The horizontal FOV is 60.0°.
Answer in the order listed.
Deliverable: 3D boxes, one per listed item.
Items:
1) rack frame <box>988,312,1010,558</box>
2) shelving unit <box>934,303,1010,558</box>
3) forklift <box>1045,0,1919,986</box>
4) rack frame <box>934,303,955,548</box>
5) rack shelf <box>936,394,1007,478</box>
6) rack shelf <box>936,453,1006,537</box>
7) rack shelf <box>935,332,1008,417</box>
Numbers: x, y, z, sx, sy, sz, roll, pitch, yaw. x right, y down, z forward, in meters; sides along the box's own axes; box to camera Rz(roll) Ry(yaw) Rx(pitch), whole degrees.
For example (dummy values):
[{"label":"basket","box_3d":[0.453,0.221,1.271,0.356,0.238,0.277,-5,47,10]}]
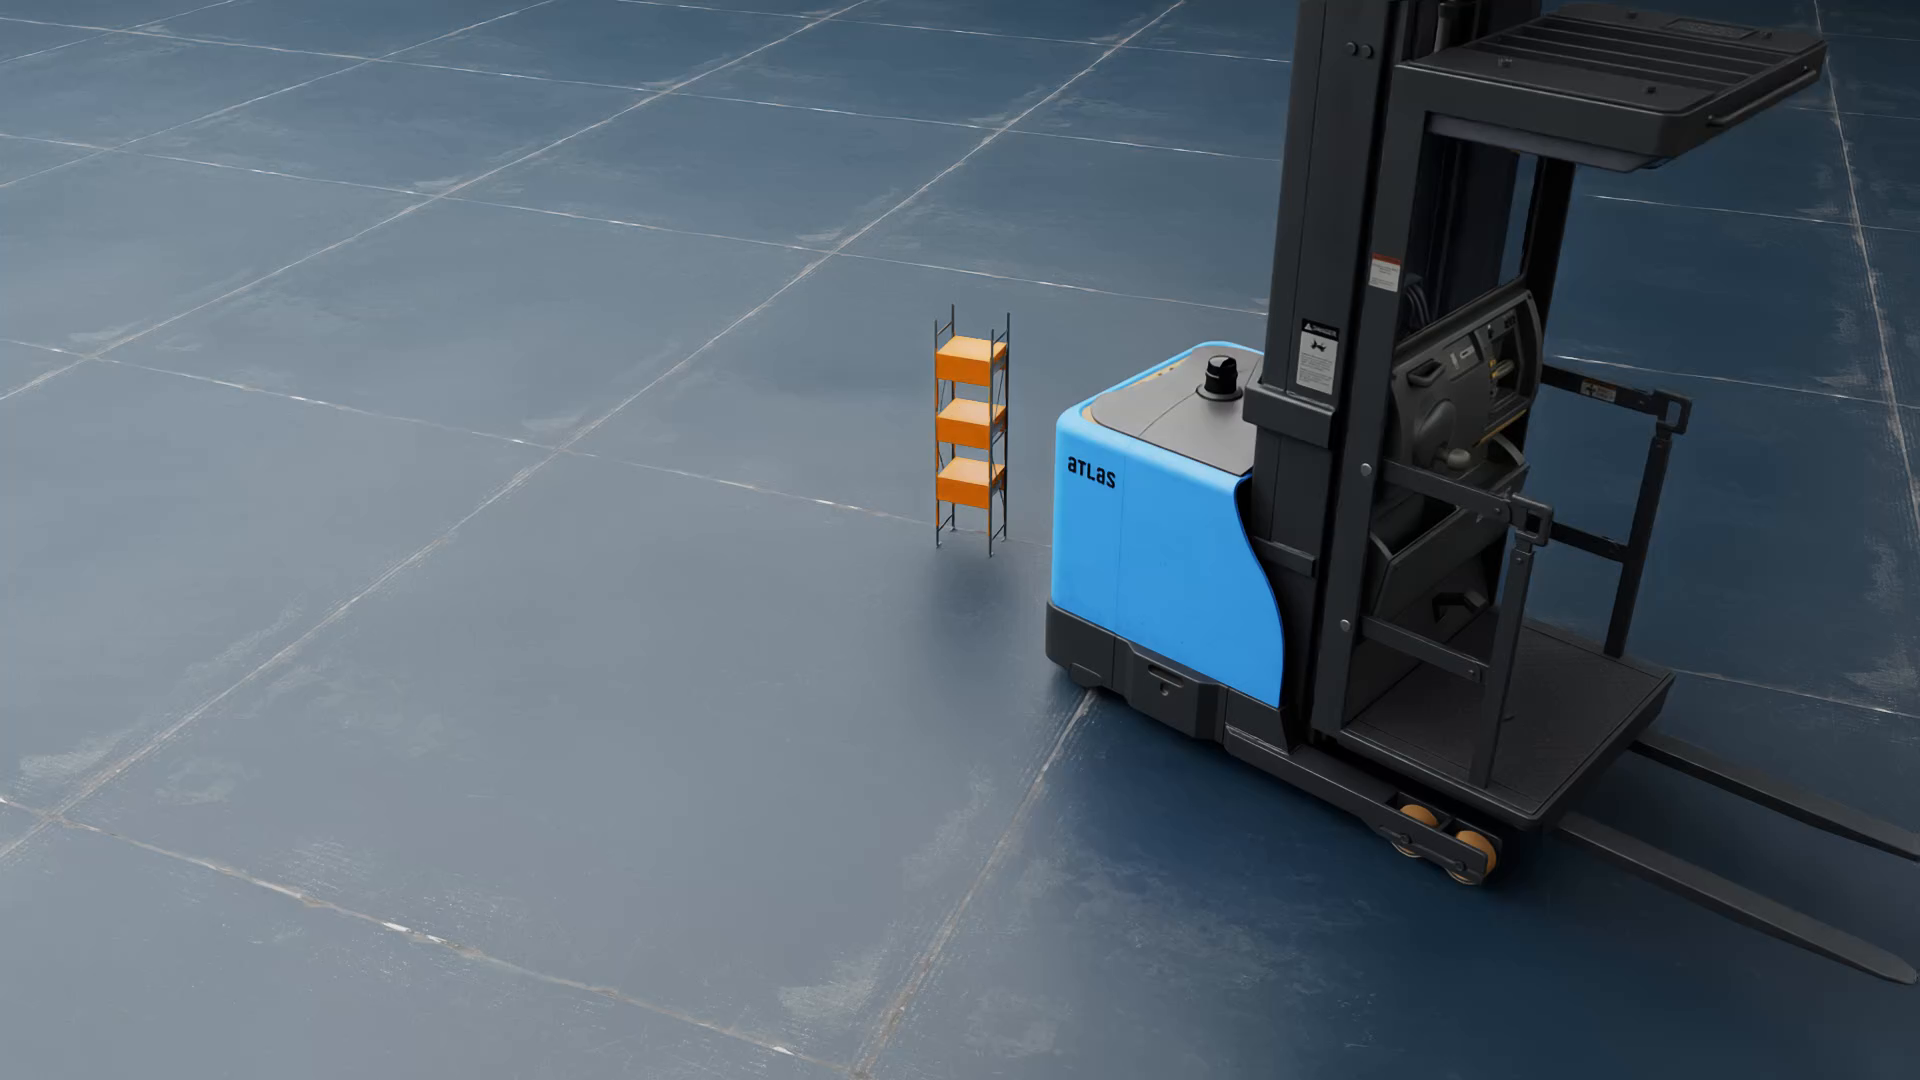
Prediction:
[{"label":"rack frame","box_3d":[0.163,-0.425,6.934,0.008,1.050,0.200,11,31,19]},{"label":"shelving unit","box_3d":[0.050,-0.447,6.974,0.252,1.050,0.215,11,31,19]},{"label":"forklift","box_3d":[1.752,-0.471,5.104,3.031,2.935,1.130,24,37,36]},{"label":"rack frame","box_3d":[-0.063,-0.470,7.014,0.008,1.050,0.200,11,31,19]},{"label":"rack shelf","box_3d":[0.050,-0.438,6.979,0.240,0.259,0.215,11,31,19]},{"label":"rack shelf","box_3d":[0.050,-0.196,7.116,0.240,0.259,0.215,11,31,19]},{"label":"rack shelf","box_3d":[0.050,-0.685,6.840,0.240,0.259,0.215,11,31,19]}]
